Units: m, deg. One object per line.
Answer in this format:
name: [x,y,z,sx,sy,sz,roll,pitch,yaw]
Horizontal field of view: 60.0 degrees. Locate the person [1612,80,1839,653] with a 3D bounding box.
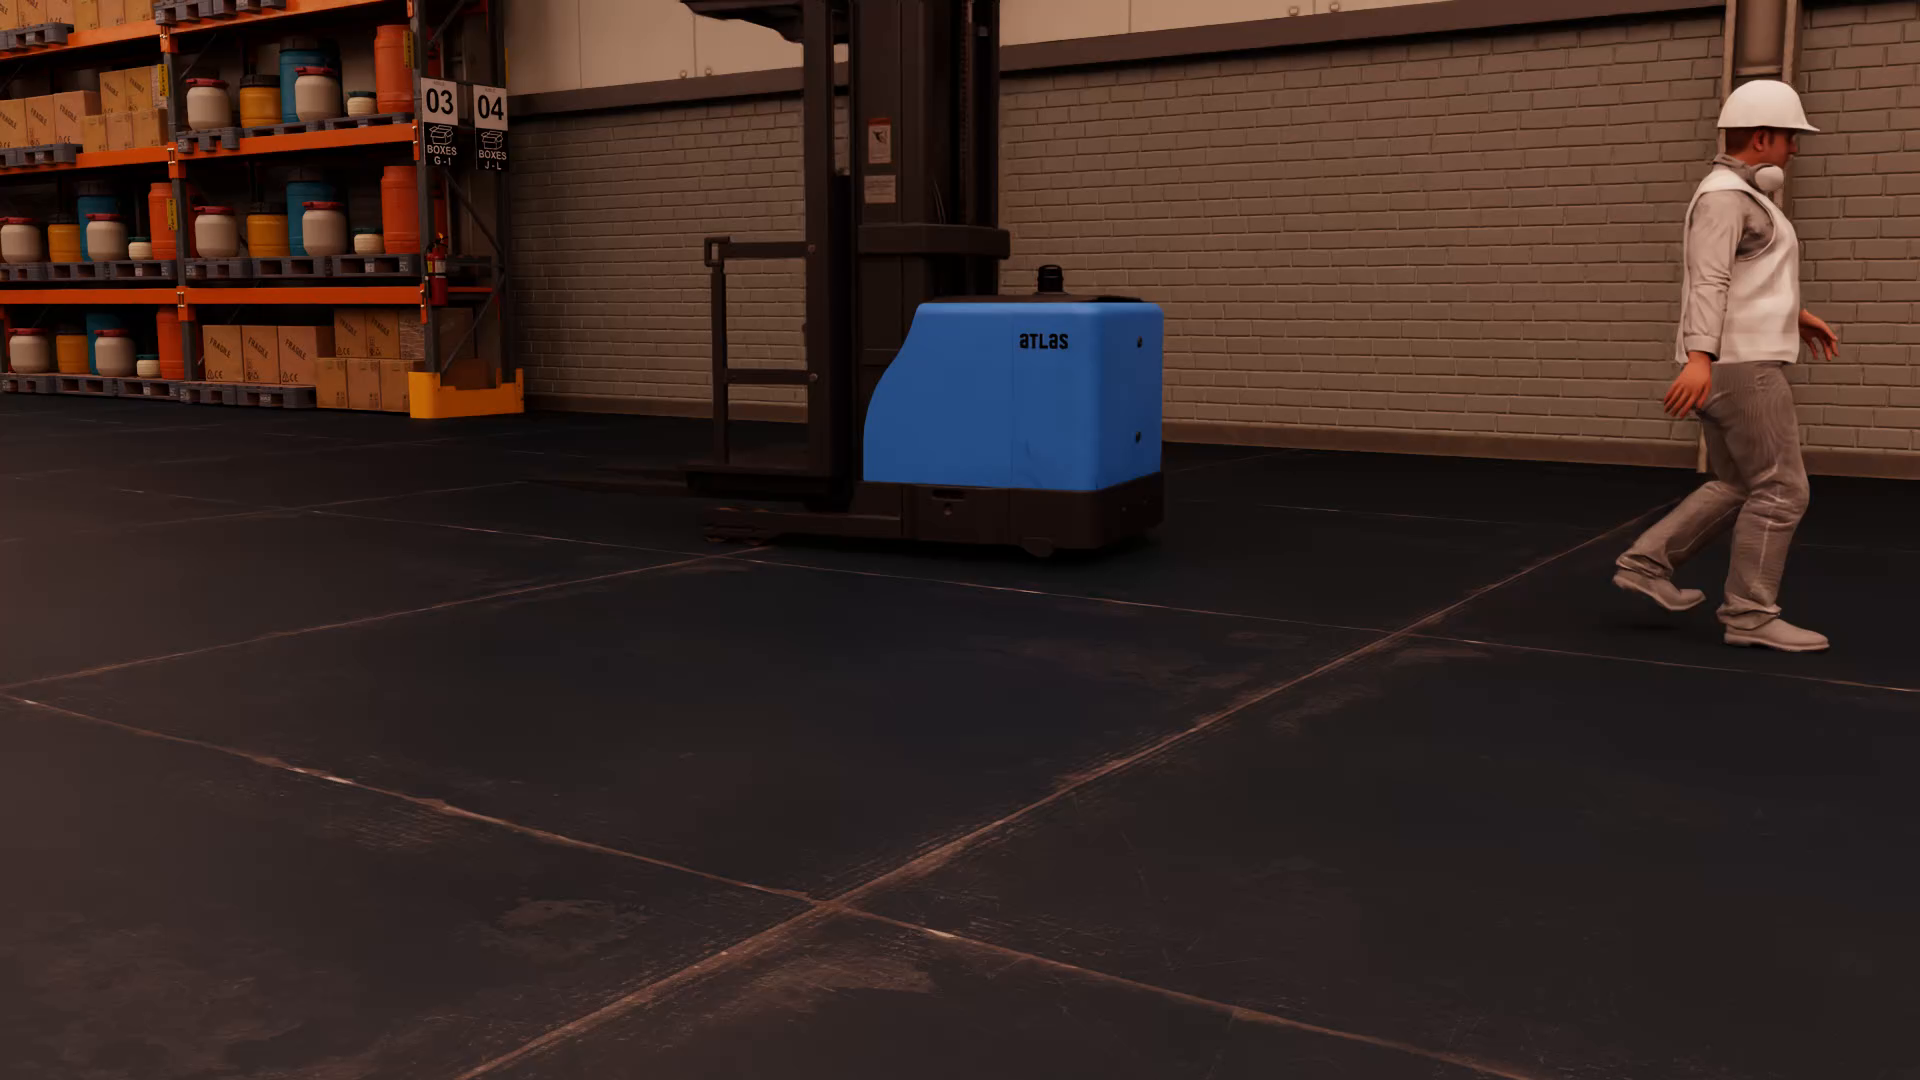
person: [2.457,-0.546,5.237,0.670,1.754,0.841,3,9,18]

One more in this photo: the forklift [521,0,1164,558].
forklift: [-0.630,-1.488,7.658,3.031,2.935,1.130,4,9,23]
